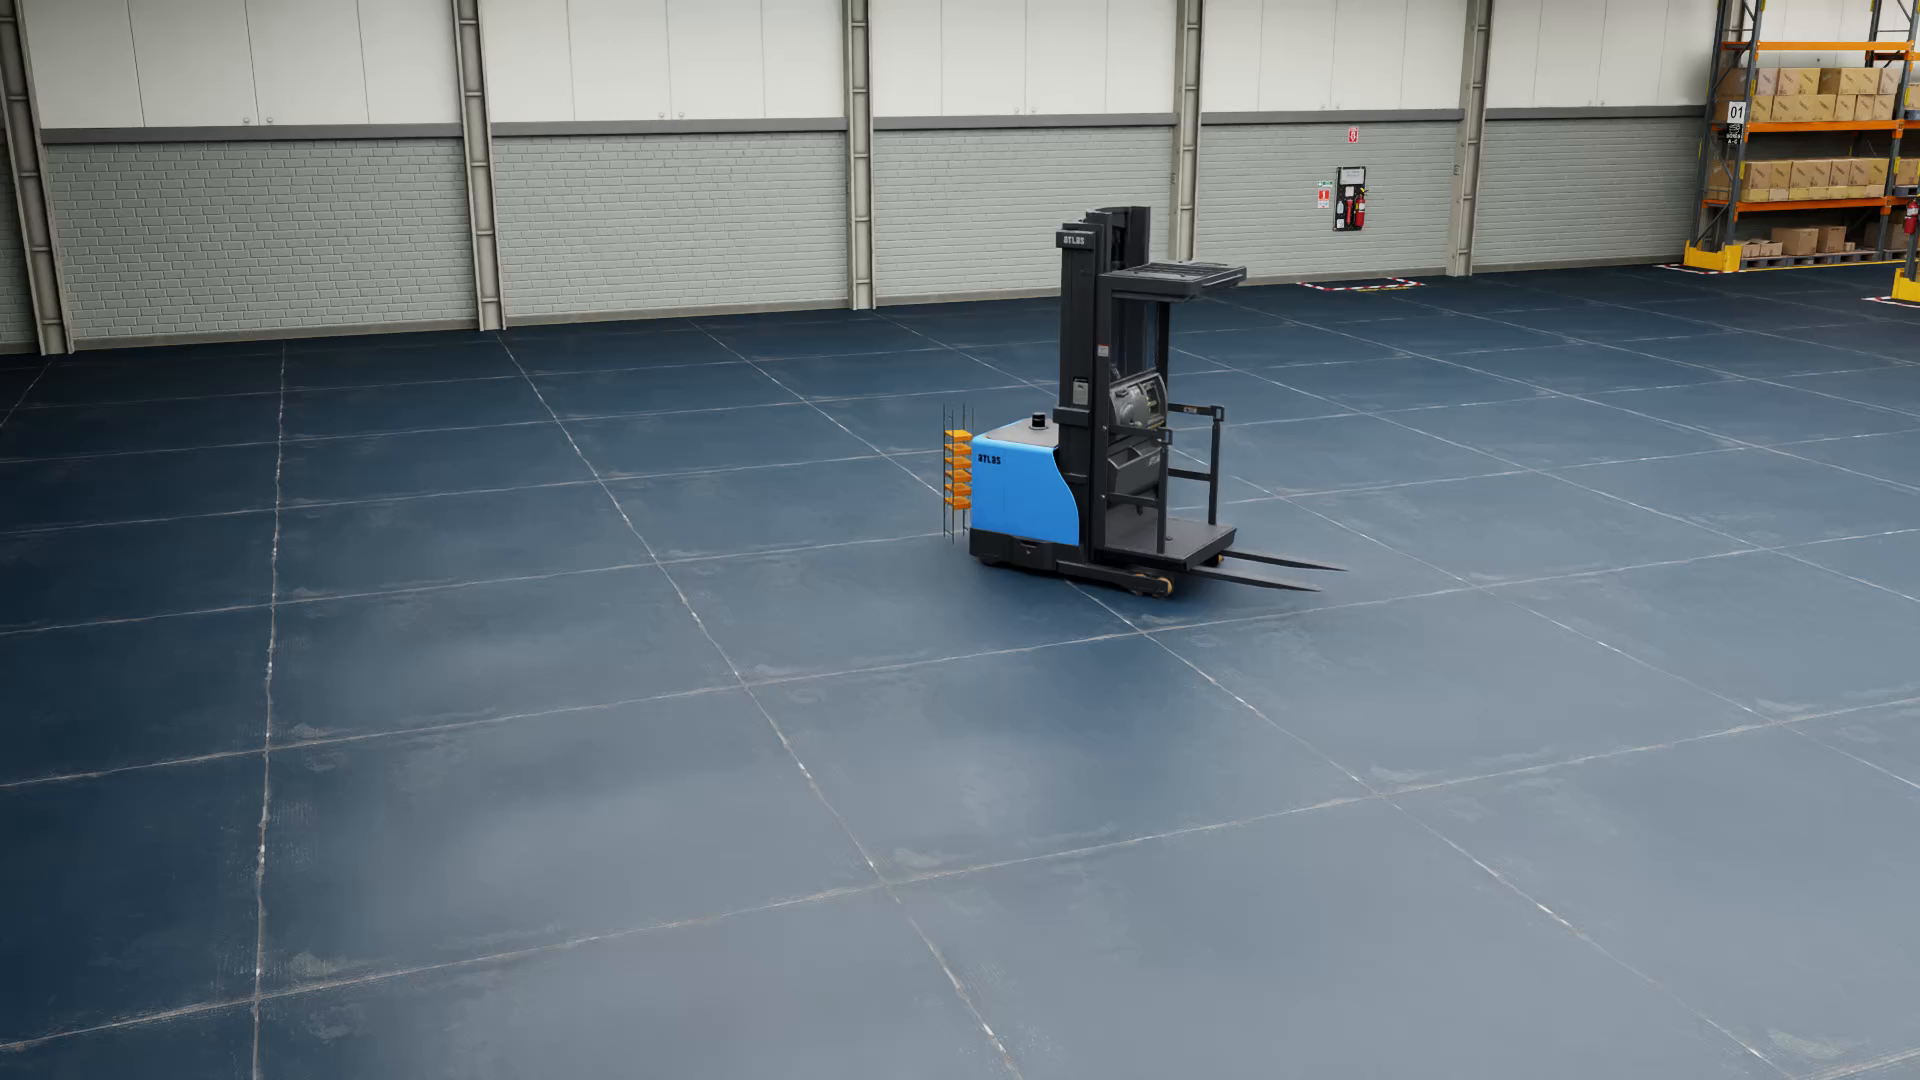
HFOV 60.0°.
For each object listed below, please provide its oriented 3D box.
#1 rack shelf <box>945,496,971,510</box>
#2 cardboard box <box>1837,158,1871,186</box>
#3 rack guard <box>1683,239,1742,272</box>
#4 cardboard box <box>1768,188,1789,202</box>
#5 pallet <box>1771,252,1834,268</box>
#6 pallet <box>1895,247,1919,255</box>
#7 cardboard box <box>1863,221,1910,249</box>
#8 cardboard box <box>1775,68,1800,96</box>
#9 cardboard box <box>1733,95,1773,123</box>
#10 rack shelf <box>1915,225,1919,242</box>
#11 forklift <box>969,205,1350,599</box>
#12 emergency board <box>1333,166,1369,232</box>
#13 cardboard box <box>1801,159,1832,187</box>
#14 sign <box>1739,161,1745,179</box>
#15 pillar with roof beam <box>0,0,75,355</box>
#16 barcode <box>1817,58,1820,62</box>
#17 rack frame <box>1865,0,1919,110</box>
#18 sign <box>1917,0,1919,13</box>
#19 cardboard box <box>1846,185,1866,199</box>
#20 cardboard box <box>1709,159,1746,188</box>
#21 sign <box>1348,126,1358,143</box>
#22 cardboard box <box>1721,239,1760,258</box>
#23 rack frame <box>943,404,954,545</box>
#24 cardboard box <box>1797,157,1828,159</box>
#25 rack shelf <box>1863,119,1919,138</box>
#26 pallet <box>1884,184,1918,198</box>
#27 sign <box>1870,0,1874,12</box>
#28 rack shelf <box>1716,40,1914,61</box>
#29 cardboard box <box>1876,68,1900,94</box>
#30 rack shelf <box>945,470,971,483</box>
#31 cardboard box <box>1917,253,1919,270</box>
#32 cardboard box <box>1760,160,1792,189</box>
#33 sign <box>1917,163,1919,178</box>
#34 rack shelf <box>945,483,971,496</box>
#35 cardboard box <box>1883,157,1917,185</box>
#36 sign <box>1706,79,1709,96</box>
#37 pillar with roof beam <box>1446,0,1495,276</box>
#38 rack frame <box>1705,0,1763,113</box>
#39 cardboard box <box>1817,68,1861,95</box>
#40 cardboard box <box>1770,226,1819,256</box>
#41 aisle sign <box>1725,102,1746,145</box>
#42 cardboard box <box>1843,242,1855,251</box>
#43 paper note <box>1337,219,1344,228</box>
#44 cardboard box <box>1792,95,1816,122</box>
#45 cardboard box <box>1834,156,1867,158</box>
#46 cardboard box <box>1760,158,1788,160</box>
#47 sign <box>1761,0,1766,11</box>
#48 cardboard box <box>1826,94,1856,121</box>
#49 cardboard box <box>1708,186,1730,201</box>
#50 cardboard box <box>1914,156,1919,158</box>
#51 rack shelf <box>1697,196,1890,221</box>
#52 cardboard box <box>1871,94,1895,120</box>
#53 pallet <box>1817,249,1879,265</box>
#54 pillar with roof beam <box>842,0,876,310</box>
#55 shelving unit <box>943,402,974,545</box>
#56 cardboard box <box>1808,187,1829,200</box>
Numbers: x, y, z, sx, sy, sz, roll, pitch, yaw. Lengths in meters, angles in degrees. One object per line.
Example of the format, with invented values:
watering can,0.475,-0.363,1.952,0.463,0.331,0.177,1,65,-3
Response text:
rack shelf,-0.014,-0.301,14.504,0.180,0.103,0.258,-6,17,-20
cardboard box,17.764,-7.353,33.213,0.500,0.500,0.500,-6,17,-20
rack guard,14.894,-5.641,32.922,0.348,0.500,1.175,-6,17,-20
cardboard box,15.872,-6.792,32.636,0.500,0.250,0.500,-7,18,-22
pallet,16.803,-5.697,33.625,1.213,0.211,1.003,-6,17,-20
pallet,20.426,-6.101,35.001,1.213,0.211,1.003,-6,17,-20
cardboard box,19.240,-6.327,34.475,0.500,0.500,0.700,-6,17,-18
cardboard box,15.756,-8.822,32.005,0.500,0.500,0.500,-6,18,-21
cardboard box,15.225,-8.298,31.995,0.500,0.500,0.500,-6,17,-19
rack shelf,18.467,-5.387,28.894,4.000,0.370,1.077,-6,17,-20
forklift,1.602,-1.116,13.195,3.031,2.935,1.130,10,19,30
emergency board,7.243,-6.287,30.685,0.643,1.169,0.194,-6,17,-20
cardboard box,16.804,-7.252,32.871,0.500,0.500,0.500,-6,17,-18
sign,15.018,-7.106,31.935,0.005,0.325,0.100,-6,17,-20
pillar with roof beam,-11.306,-5.852,18.557,0.400,9.000,9.100,-6,17,-20
barcode,17.107,-9.560,33.134,0.075,0.075,0.001,-6,17,-20
rack frame,18.558,-10.115,33.071,0.127,3.000,1.000,-6,17,-20
sign,18.735,-10.456,32.436,0.005,0.325,0.100,-6,17,-20
cardboard box,17.756,-6.998,33.337,0.500,0.250,0.500,-6,17,-20
cardboard box,15.187,-7.234,32.808,0.500,0.500,0.500,-6,18,-21
sign,7.200,-7.425,30.444,0.199,0.298,0.001,-6,17,-20
cardboard box,15.501,-5.800,33.017,0.500,0.311,0.500,-8,18,-26
rack frame,-0.099,-0.565,14.393,0.006,1.200,0.240,-6,17,-20
cardboard box,17.093,-7.441,33.515,0.500,0.500,0.500,-6,17,-19
rack shelf,20.426,-8.532,34.282,4.000,0.370,1.077,-6,17,-20
pallet,19.324,-7.183,34.076,1.213,0.211,1.003,-6,17,-20
sign,18.354,-10.784,33.413,0.005,0.325,0.100,-6,17,-20
rack shelf,16.691,-9.566,32.487,4.000,0.370,1.077,-6,17,-20
cardboard box,18.188,-9.091,32.921,0.500,0.500,0.500,-8,18,-25
rack shelf,-0.014,-0.532,14.437,0.180,0.103,0.258,-6,17,-20
cardboard box,16.994,-4.904,28.780,0.500,0.500,0.500,-6,17,-20
cardboard box,15.842,-7.147,32.511,0.500,0.500,0.500,-6,17,-20
sign,16.418,-6.343,28.401,0.005,0.325,0.100,-6,17,-20
rack shelf,-0.014,-0.416,14.471,0.180,0.103,0.258,-6,17,-20
cardboard box,19.046,-7.538,33.985,0.500,0.500,0.700,-6,17,-20
sign,14.643,-8.845,32.500,0.005,0.325,0.100,-6,17,-20
pillar with roof beam,11.105,-8.272,26.796,0.400,9.000,9.100,-6,17,-20
rack frame,14.823,-9.712,31.698,0.127,3.000,1.000,-6,17,-20
cardboard box,17.196,-8.978,32.535,0.500,0.500,0.500,-7,18,-22
cardboard box,16.737,-6.009,33.393,0.500,0.500,0.700,-7,18,-24
aisle sign,14.863,-7.994,31.884,0.004,0.787,0.394,-6,17,-20
cardboard box,18.070,-6.026,34.043,0.250,0.166,0.380,-9,18,-27
paper note,7.053,-5.865,30.810,0.142,0.148,0.016,-6,17,-20
cardboard box,16.223,-8.396,32.329,0.500,0.500,0.500,-5,17,-18
cardboard box,18.045,-7.541,33.855,0.500,0.500,0.500,-7,18,-21
cardboard box,16.142,-7.335,33.154,0.500,0.500,0.500,-7,18,-22
sign,15.017,-10.055,31.069,0.005,0.325,0.100,-6,17,-20
cardboard box,17.195,-8.504,32.696,0.500,0.500,0.500,-7,18,-22
cardboard box,15.190,-6.869,32.896,0.500,0.250,0.500,-6,17,-19
cardboard box,20.174,-7.667,34.424,0.500,0.500,0.700,-4,17,-12
rack shelf,16.691,-6.690,33.331,4.000,0.370,1.077,-6,17,-20
cardboard box,18.173,-8.617,33.081,0.500,0.500,0.500,-6,17,-19
pallet,17.944,-5.821,34.047,1.213,0.211,1.003,-6,17,-20
pillar with roof beam,-0.100,-7.062,22.676,0.400,9.000,9.100,-6,17,-20
shelving unit,-0.014,-0.574,14.424,0.189,1.200,0.258,-6,17,-20
cardboard box,16.823,-6.893,32.977,0.500,0.250,0.500,-6,17,-20
